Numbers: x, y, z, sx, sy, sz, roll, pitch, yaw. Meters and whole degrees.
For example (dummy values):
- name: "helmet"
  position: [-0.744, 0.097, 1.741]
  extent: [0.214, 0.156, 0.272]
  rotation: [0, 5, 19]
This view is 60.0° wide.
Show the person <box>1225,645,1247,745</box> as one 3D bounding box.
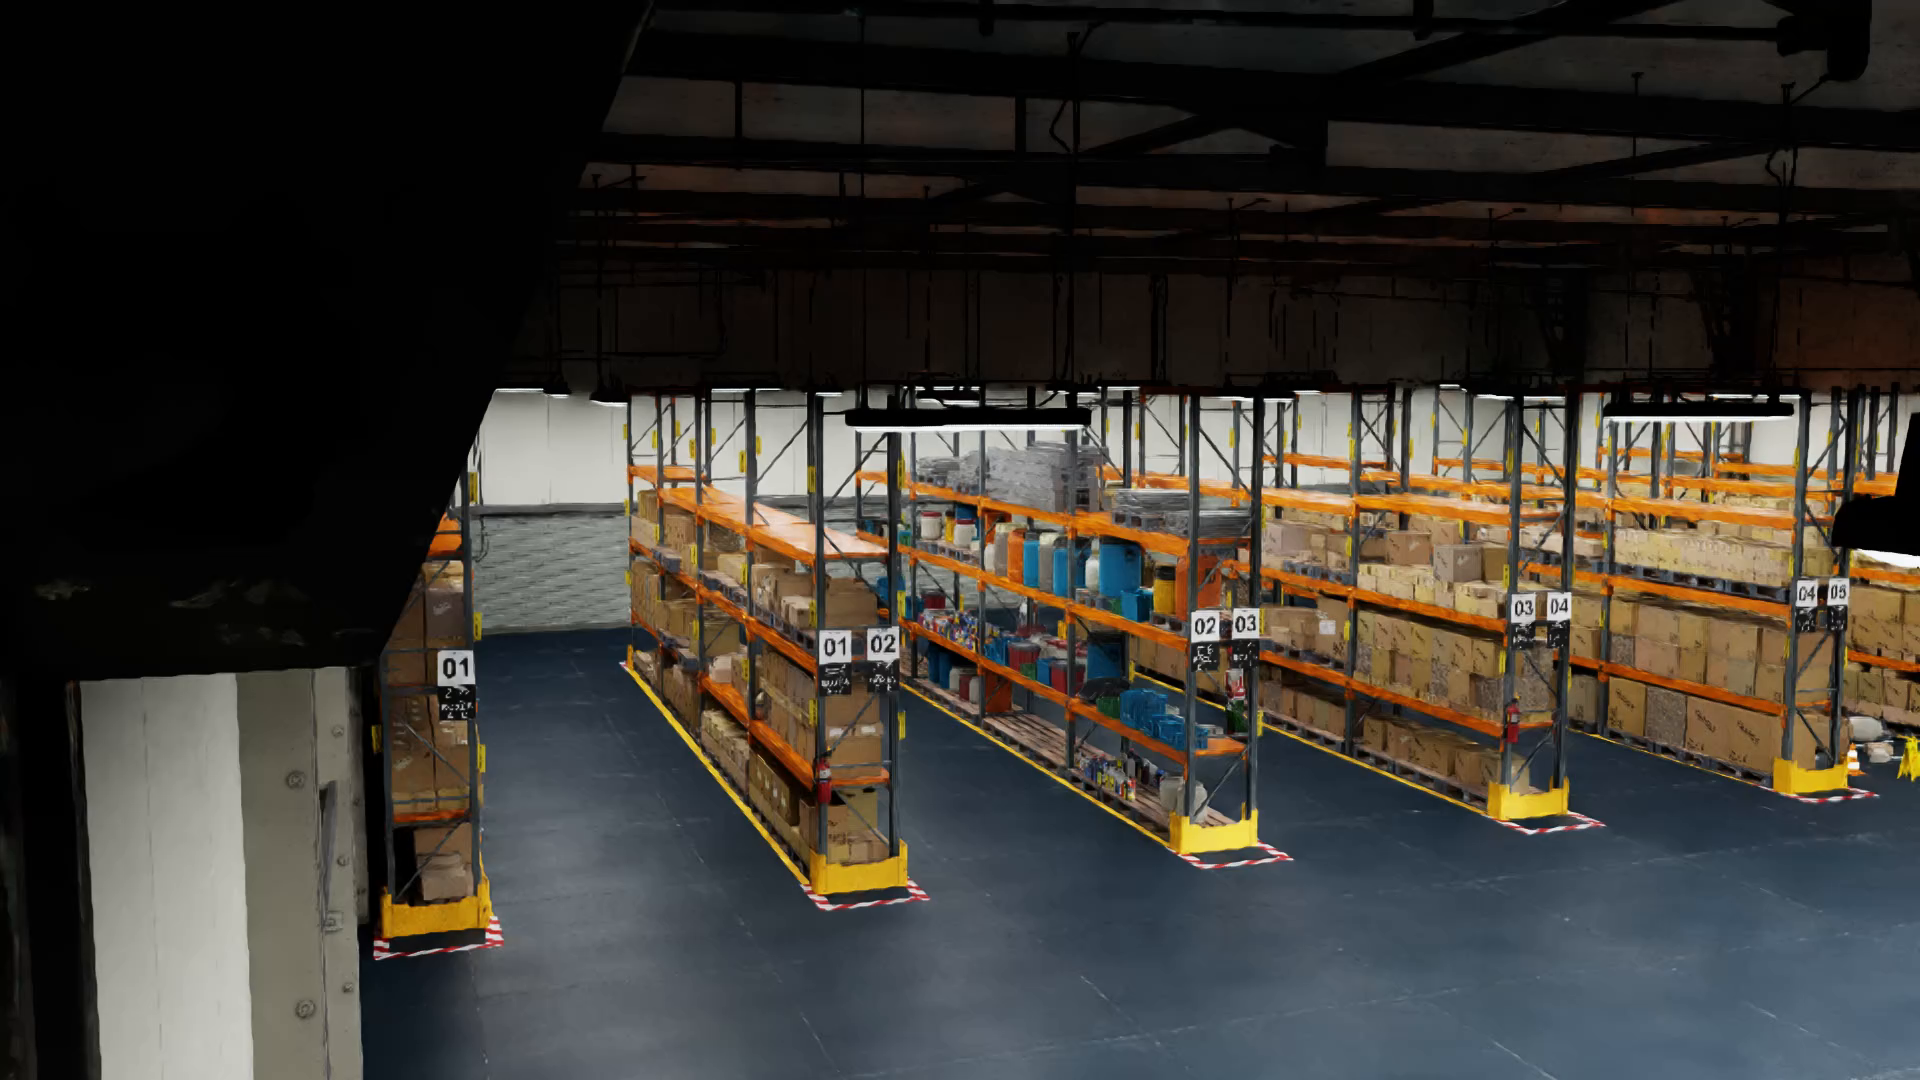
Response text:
- name: "person"
  position: [4.466, 2.601, 27.386]
  extent: [0.575, 1.785, 0.655]
  rotation: [1, 6, 8]

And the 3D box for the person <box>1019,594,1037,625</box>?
- name: "person"
  position: [1.561, 1.661, 37.049]
  extent: [0.441, 1.683, 0.553]
  rotation: [-5, 8, -42]
